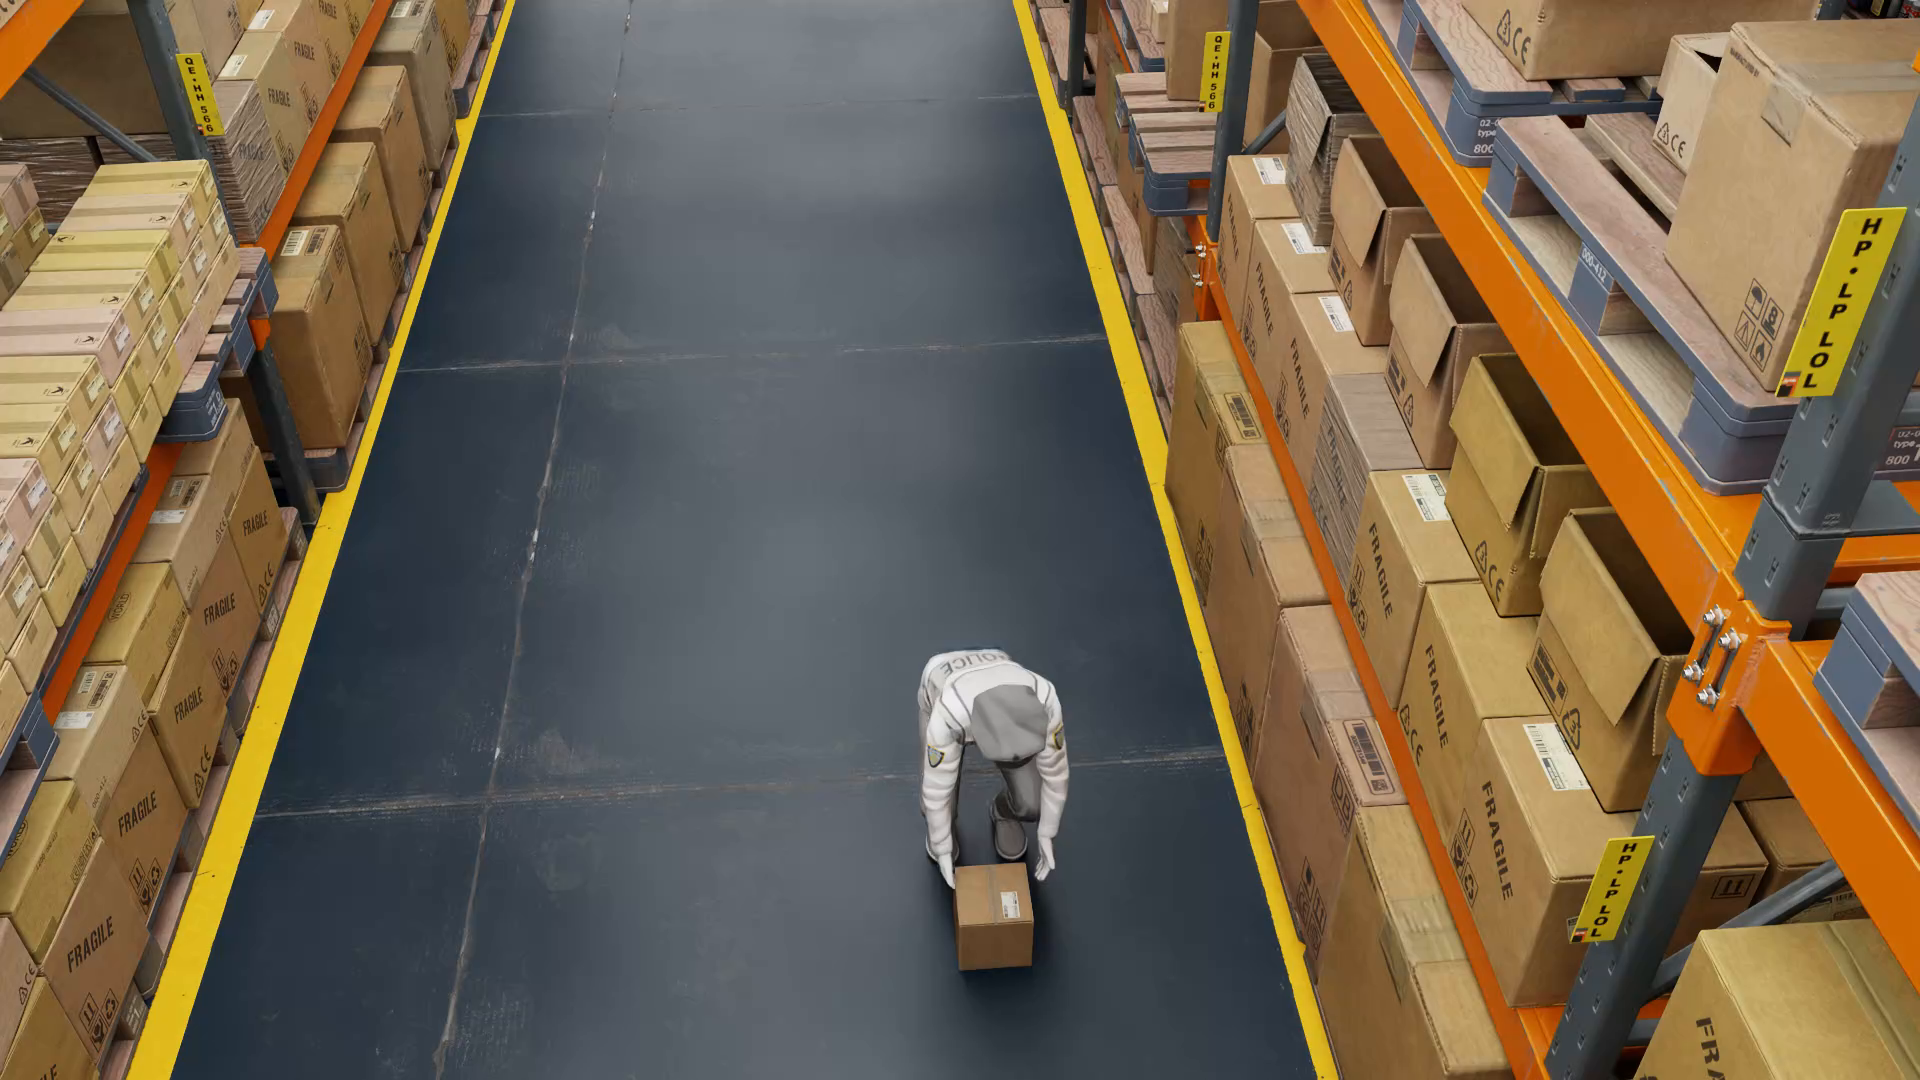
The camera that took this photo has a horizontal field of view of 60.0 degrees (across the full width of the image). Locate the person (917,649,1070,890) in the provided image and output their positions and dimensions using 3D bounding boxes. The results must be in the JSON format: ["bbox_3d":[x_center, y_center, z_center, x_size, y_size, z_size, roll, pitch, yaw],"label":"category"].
[{"bbox_3d":[0.106,0.742,5.718,0.505,1.075,0.826,-4,40,-5],"label":"person"}]
